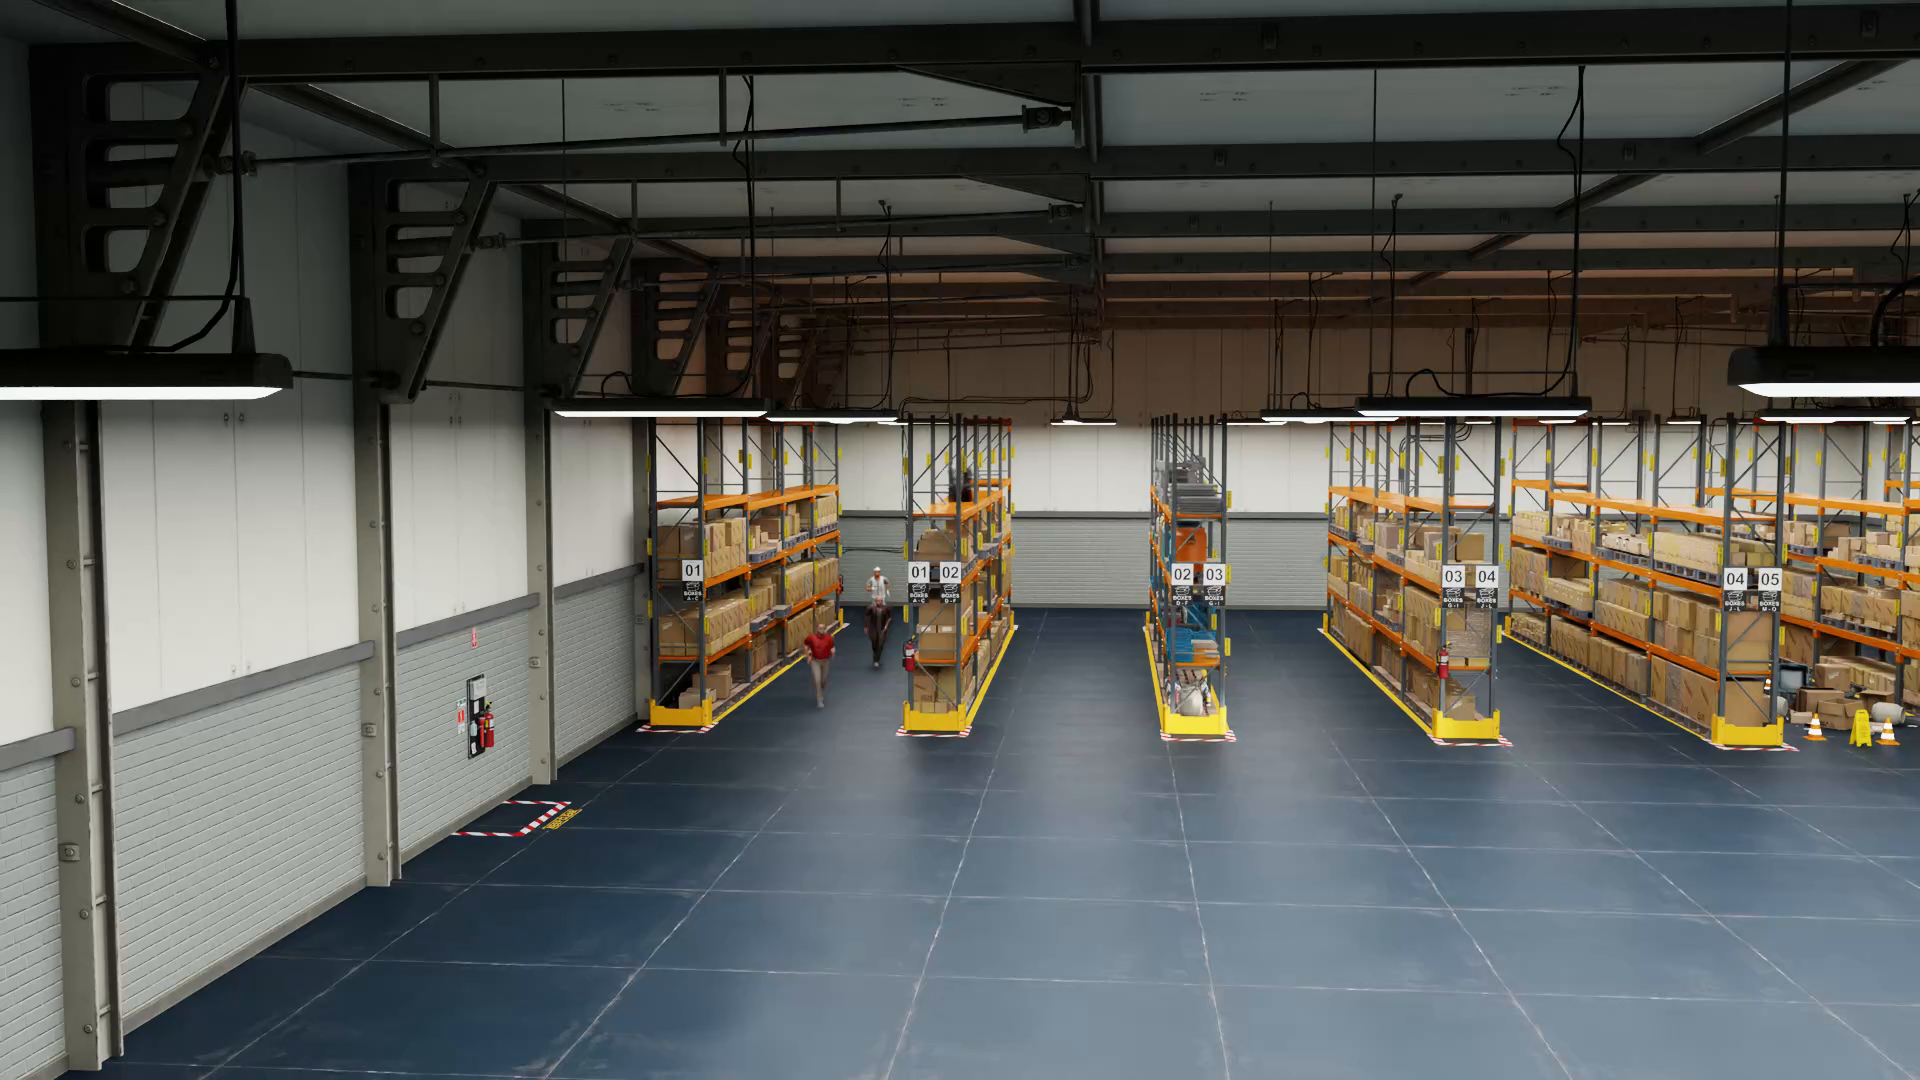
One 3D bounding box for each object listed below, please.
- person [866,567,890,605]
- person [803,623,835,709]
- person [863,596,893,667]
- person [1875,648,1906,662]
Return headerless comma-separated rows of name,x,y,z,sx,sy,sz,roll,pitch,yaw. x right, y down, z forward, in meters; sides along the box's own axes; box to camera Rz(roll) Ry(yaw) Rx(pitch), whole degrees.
person,-2.308,1.666,46.744,0.660,1.831,0.871,0,4,-2
person,-2.898,2.558,34.333,0.636,1.729,0.945,-1,4,-20
person,-1.979,2.223,40.028,0.715,1.627,0.709,-1,4,-12
person,22.671,2.133,40.496,0.662,1.741,0.843,-1,4,-16
